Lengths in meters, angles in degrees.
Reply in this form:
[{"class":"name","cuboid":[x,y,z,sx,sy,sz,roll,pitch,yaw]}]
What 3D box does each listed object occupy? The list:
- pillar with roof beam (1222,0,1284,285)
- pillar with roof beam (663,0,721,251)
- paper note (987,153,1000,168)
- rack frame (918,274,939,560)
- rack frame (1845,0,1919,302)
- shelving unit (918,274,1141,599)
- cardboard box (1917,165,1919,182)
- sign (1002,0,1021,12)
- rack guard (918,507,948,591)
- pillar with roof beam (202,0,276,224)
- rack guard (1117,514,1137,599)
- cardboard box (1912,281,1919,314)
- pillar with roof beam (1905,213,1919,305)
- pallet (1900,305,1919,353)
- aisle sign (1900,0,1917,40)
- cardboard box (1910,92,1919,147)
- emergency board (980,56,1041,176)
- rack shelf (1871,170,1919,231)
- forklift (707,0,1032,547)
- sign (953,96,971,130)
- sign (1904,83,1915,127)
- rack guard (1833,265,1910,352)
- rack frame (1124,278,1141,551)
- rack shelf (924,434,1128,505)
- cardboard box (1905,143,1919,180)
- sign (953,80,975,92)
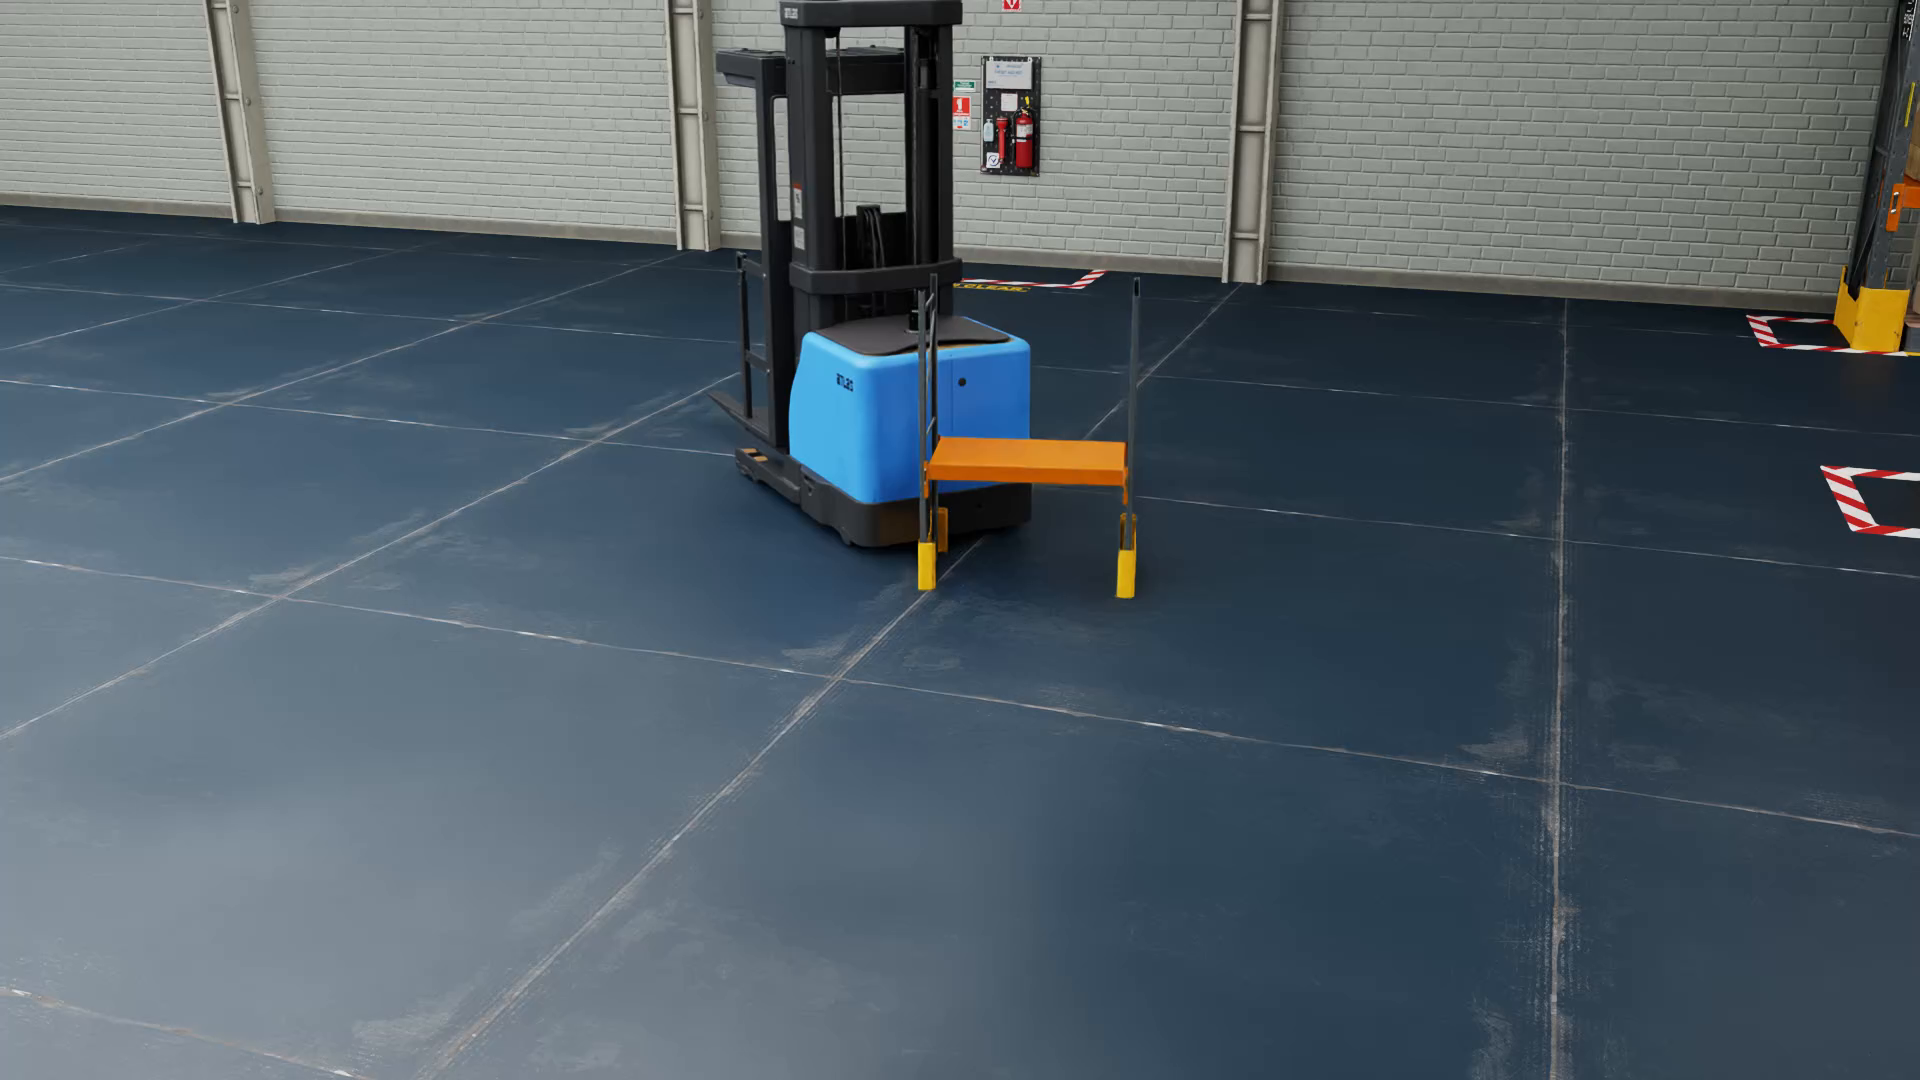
[{"class":"pillar with roof beam","cuboid":[1.395,-5.468,11.090,0.400,9.000,9.100,7,20,18]},{"class":"pillar with roof beam","cuboid":[-4.273,-6.116,12.949,0.400,9.000,9.100,7,20,18]},{"class":"paper note","cuboid":[0.341,-3.877,16.979,0.142,0.148,0.016,7,20,18]},{"class":"rack frame","cuboid":[-0.157,-0.550,8.376,0.032,1.500,0.500,2,19,6]},{"class":"rack frame","cuboid":[7.530,-3.132,13.504,0.127,3.000,1.000,7,20,18]},{"class":"shelving unit","cuboid":[0.357,-0.531,8.322,1.083,1.500,0.587,2,19,6]},{"class":"cardboard box","cuboid":[7.887,-2.919,13.091,0.500,0.250,0.500,6,20,16]},{"class":"sign","cuboid":[0.511,-5.379,16.427,0.199,0.298,0.001,7,20,18]},{"class":"rack guard","cuboid":[-0.138,0.041,8.580,0.087,0.250,0.587,2,19,6]},{"class":"pillar with roof beam","cuboid":[-9.941,-6.764,14.809,0.400,9.000,9.100,7,20,18]},{"class":"rack guard","cuboid":[0.852,0.077,8.476,0.087,0.250,0.587,2,19,6]},{"class":"cardboard box","cuboid":[8.154,-1.967,13.579,0.500,0.311,0.500,4,20,12]},{"class":"pillar with roof beam","cuboid":[7.063,-4.819,9.231,0.400,9.000,9.100,7,20,18]},{"class":"pallet","cuboid":[8.358,-1.708,13.656,1.213,0.211,1.003,7,20,18]},{"class":"aisle sign","cuboid":[7.364,-4.274,12.830,0.004,0.787,0.394,7,20,18]},{"class":"cardboard box","cuboid":[8.045,-3.440,13.445,0.500,0.500,0.500,6,20,17]},{"class":"emergency board","cuboid":[0.486,-4.252,16.717,0.643,1.169,0.194,7,20,18]},{"class":"rack shelf","cuboid":[9.420,-2.576,13.002,4.000,0.370,1.077,7,20,18]},{"class":"forklift","cuboid":[-0.727,-1.787,9.749,1.130,2.935,3.031,-10,21,-25]},{"class":"sign","cuboid":[-0.003,-4.361,16.975,0.234,0.329,0.001,7,20,18]},{"class":"sign","cuboid":[7.352,-3.372,12.877,0.005,0.325,0.100,7,20,18]},{"class":"rack guard","cuboid":[7.602,-1.943,13.892,0.348,0.500,1.175,7,20,18]},{"class":"rack frame","cuboid":[0.853,-0.513,8.270,0.032,1.500,0.500,2,19,6]},{"class":"rack shelf","cuboid":[0.348,-0.362,8.382,1.000,0.185,0.538,2,19,6]},{"class":"cardboard box","cuboid":[8.035,-3.080,13.553,0.500,0.250,0.500,7,20,19]},{"class":"sign","cuboid":[-0.001,-4.608,16.878,0.331,0.109,0.001,7,20,18]}]
